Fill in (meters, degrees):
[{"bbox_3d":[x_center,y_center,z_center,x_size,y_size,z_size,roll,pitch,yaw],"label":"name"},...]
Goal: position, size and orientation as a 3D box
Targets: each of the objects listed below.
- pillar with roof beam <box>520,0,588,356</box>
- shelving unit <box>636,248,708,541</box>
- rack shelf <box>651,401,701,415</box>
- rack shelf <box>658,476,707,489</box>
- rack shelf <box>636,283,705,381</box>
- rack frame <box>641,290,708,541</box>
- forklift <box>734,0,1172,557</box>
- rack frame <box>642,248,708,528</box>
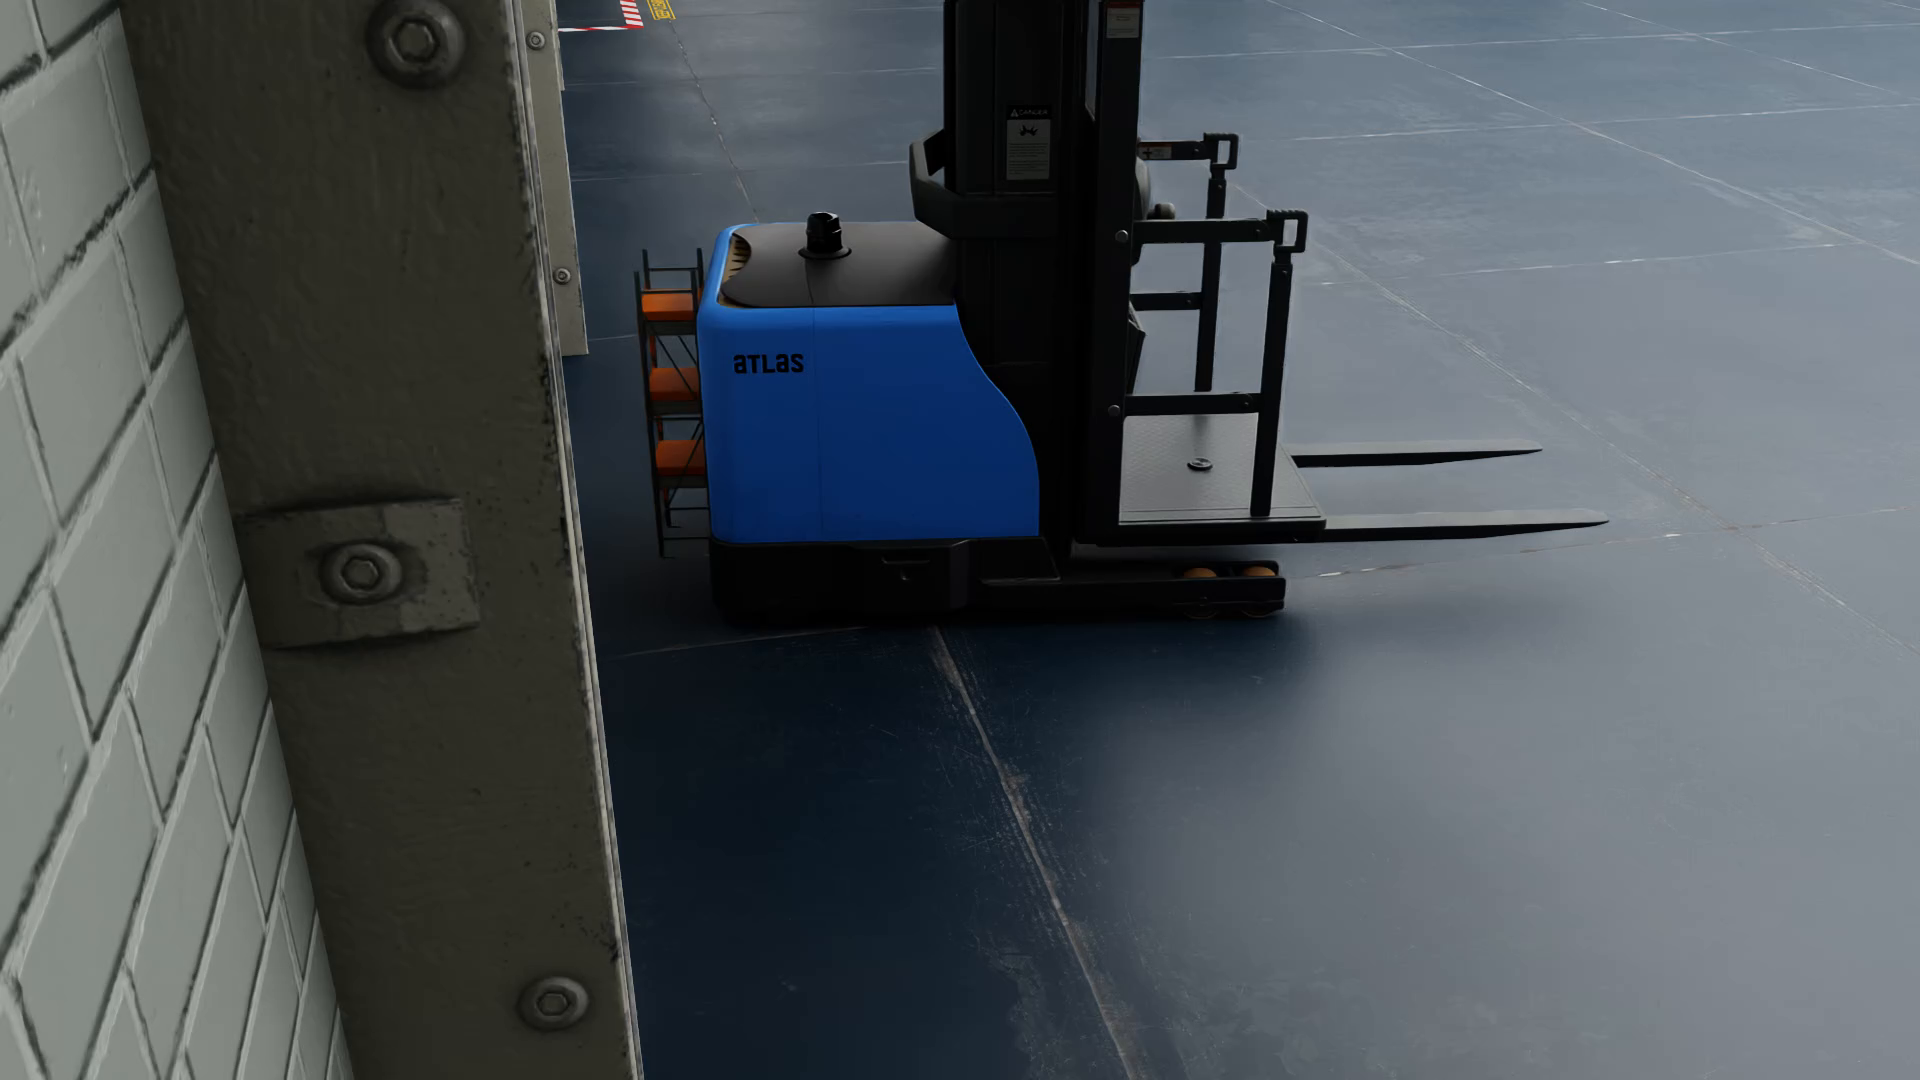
[{"bbox_3d":[2.273,-5.390,6.697,9.100,9.000,0.400,-6,27,-12],"label":"pillar with roof beam"},{"bbox_3d":[-0.968,-0.463,5.759,0.215,1.050,0.249,-2,27,-3],"label":"shelving unit"},{"bbox_3d":[-0.968,-0.498,5.740,0.166,0.050,0.221,-2,27,-3],"label":"rack shelf"},{"bbox_3d":[-0.968,-0.250,5.865,0.166,0.050,0.221,-2,27,-3],"label":"rack shelf"},{"bbox_3d":[-0.968,-0.707,5.635,0.215,0.259,0.240,-2,27,-3],"label":"rack shelf"},{"bbox_3d":[-0.961,-0.408,5.649,0.190,0.915,0.003,-2,27,-3],"label":"rack frame"},{"bbox_3d":[10.250,-11.900,26.081,24.890,3.159,46.598,-2,27,-3],"label":"forklift"},{"bbox_3d":[-0.976,-0.518,5.867,0.200,1.050,0.008,-2,27,-3],"label":"rack frame"}]
